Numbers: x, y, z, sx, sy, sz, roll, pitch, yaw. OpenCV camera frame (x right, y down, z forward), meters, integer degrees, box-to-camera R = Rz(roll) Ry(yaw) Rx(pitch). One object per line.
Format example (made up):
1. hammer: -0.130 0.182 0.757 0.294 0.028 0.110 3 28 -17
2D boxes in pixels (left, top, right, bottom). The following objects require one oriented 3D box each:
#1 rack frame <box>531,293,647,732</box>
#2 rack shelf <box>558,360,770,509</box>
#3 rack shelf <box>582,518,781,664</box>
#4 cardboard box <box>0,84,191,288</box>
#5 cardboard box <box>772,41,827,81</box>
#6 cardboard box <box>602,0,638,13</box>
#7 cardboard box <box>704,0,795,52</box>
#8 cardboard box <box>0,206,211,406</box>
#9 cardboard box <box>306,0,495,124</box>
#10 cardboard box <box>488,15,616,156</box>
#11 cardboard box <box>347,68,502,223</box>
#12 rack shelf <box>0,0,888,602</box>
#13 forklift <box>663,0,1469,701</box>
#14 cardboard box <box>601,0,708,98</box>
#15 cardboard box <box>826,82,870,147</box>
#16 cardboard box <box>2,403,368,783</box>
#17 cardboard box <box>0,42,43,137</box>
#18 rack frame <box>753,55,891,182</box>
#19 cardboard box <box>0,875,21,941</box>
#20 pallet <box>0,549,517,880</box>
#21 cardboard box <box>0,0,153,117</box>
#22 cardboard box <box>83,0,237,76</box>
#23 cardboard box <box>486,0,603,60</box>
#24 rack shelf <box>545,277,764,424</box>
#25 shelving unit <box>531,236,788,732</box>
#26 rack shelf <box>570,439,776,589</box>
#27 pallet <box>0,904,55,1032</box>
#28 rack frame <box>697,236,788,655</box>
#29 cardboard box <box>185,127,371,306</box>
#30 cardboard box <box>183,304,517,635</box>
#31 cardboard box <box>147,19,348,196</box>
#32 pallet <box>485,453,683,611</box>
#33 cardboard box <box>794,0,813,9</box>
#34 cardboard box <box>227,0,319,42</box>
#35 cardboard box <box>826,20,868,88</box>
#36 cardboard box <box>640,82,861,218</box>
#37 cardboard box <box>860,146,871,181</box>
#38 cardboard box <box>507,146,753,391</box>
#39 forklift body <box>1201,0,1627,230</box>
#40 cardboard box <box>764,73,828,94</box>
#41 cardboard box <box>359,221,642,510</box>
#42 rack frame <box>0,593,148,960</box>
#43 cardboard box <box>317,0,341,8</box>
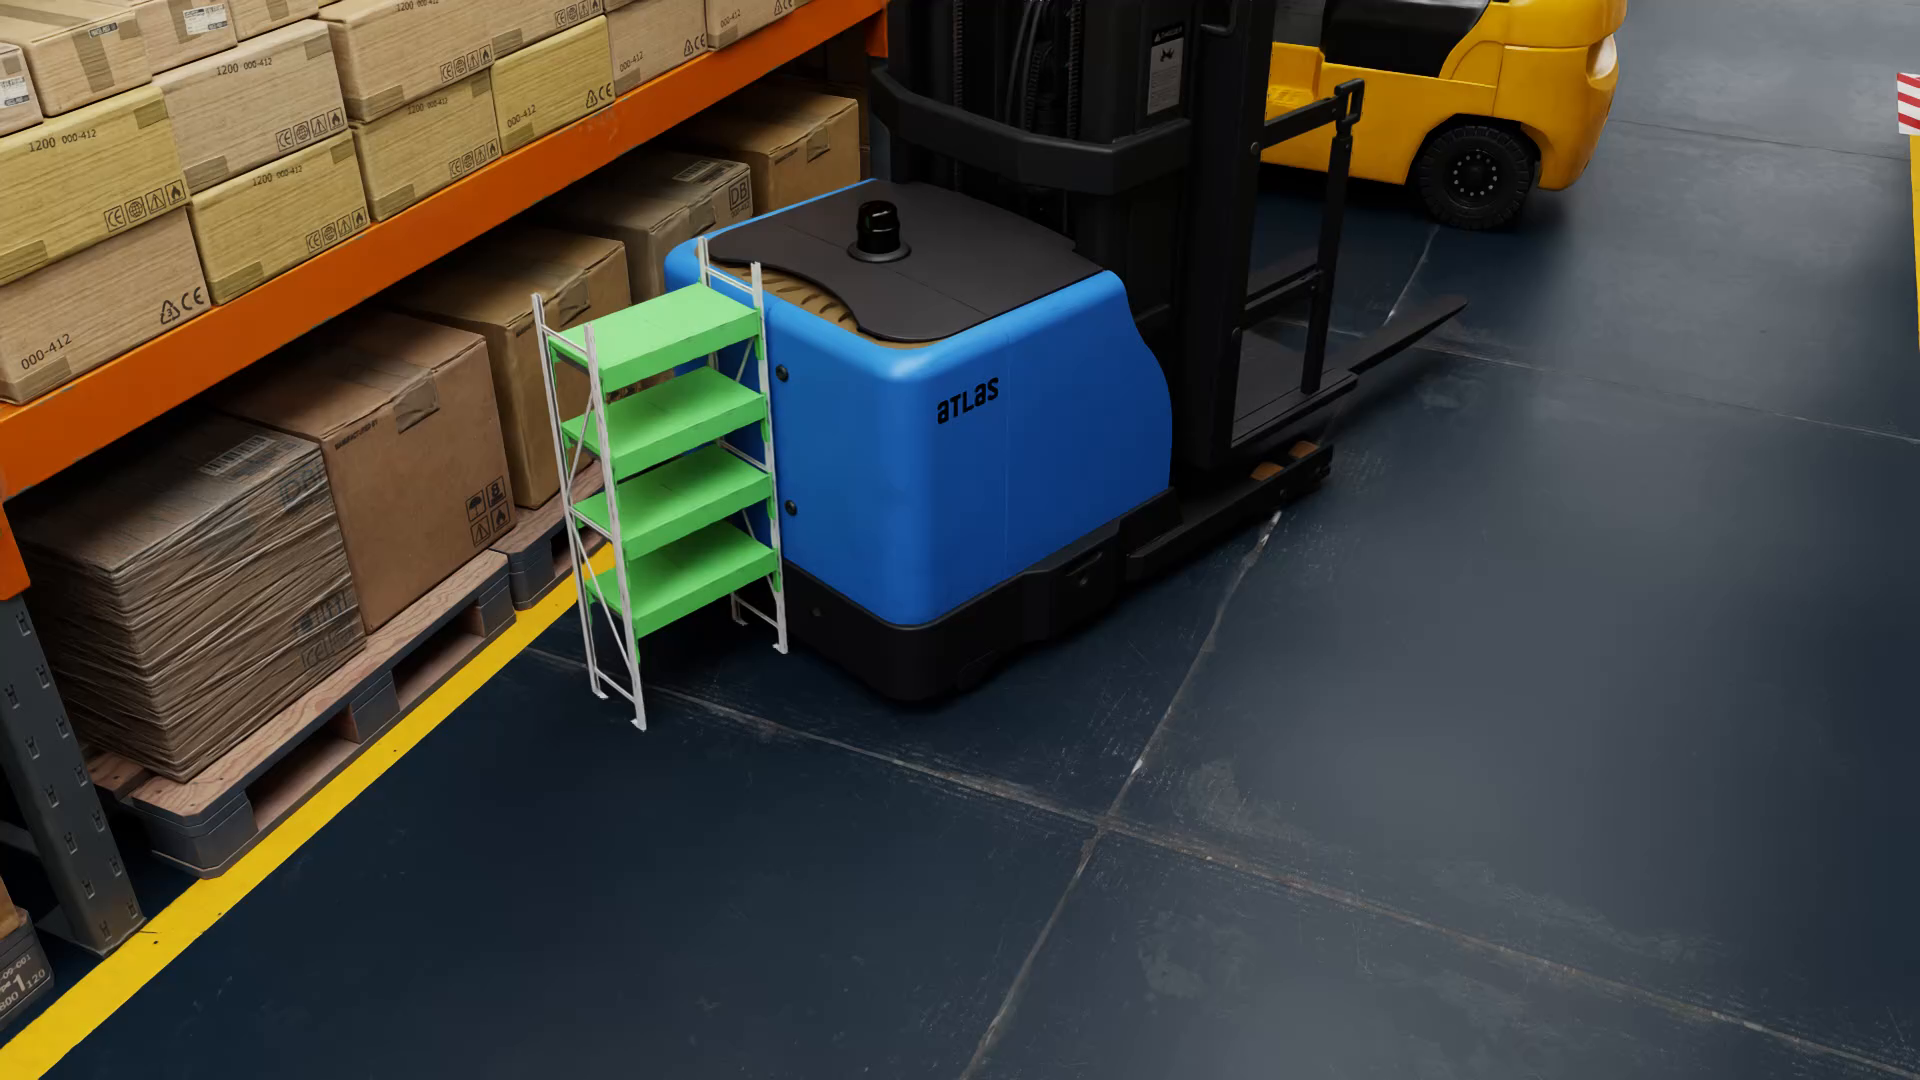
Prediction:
1. rack frame: -0.930 -0.037 4.212 0.015 1.200 0.240 -28 42 -36
2. rack shelf: -0.755 -0.277 4.258 0.480 0.148 0.258 -28 42 -36
3. rack shelf: -0.755 0.124 4.521 0.480 0.148 0.258 -28 42 -36
4. cardboard box: -1.947 -0.749 3.337 0.500 0.250 0.500 14 36 20
5. cardboard box: -0.674 -2.169 7.035 0.500 0.250 0.500 15 36 21
6. cardboard box: -1.105 -1.768 4.891 0.500 0.250 0.500 15 36 21
7. cardboard box: -0.882 -1.810 5.412 0.500 0.250 0.500 14 36 20
8. cardboard box: -1.970 -0.546 3.483 0.500 0.250 0.500 14 36 21
9. cardboard box: -1.524 -1.260 4.117 0.500 0.250 0.500 13 36 19
10. cardboard box: -1.327 -1.311 4.651 0.500 0.250 0.500 15 36 22
11. cardboard box: -1.546 -1.053 4.257 0.500 0.250 0.500 13 35 19
12. rack shelf: -1.541 -1.139 4.907 1.077 0.370 4.000 14 36 20
13. forklift: 0.586 -1.493 4.854 3.031 2.935 1.130 -28 42 -36
14. cardboard box: -1.118 -1.570 5.045 0.500 0.250 0.500 14 36 21
15. cardboard box: -0.221 -1.840 6.990 0.500 0.250 0.500 14 36 20
16. cardboard box: -2.104 0.067 4.196 0.875 0.625 0.625 15 36 22
17. cardboard box: -1.976 -0.848 3.124 0.380 0.149 0.250 15 36 22
18. rack frame: -0.704 -2.436 6.229 1.000 3.000 0.127 14 36 20
19. cardboard box: -2.359 0.686 3.364 0.500 0.500 0.500 15 36 22
20. pallet: -1.997 0.322 4.567 1.003 0.211 1.213 14 36 20
21. cardboard box: -1.866 -0.981 3.328 0.380 0.149 0.250 15 36 22
22. cardboard box: -1.782 -1.115 3.532 0.380 0.149 0.250 15 36 22
23. cardboard box: -1.333 -1.520 4.514 0.500 0.250 0.500 15 36 21
24. rack shelf: -0.755 -0.478 4.126 0.480 0.148 0.258 -28 42 -36
25. shelving unit: -0.755 -0.130 4.354 0.503 1.200 0.258 -28 42 -36
26. rack shelf: -0.755 -0.077 4.389 0.480 0.148 0.258 -28 42 -36
27. pallet: -2.724 1.086 3.401 1.003 0.211 1.213 14 36 20
28. rack frame: -0.580 -0.223 4.496 0.015 1.200 0.240 -28 42 -36
29. cardboard box: -1.755 -0.795 3.864 0.500 0.250 0.500 13 36 19
30. cardboard box: -1.838 -0.261 4.695 0.875 0.625 0.625 15 36 22
31. cardboard box: -1.759 -1.004 3.726 0.500 0.250 0.500 15 36 22
32. pallet: -1.486 -0.284 5.490 1.003 0.211 1.213 14 36 20
33. cardboard box: -0.677 -2.062 5.796 0.500 0.250 0.500 15 36 22
34. cardboard box: -1.684 -1.248 3.735 0.380 0.149 0.250 15 36 21
35. cardboard box: -0.216 -2.048 6.851 0.500 0.250 0.500 14 36 20
36. cardboard box: -0.912 -1.356 6.365 0.875 0.625 0.625 16 36 23
37. cardboard box: -0.201 -1.626 7.119 0.500 0.250 0.500 15 36 21
38. cardboard box: -1.244 -0.971 5.778 0.875 0.625 0.625 14 36 20
39. forklift body: 1.833 -2.710 7.421 2.313 2.155 1.214 14 36 20
40. cardboard box: -0.686 -1.960 7.172 0.500 0.250 0.500 13 36 19
41. cardboard box: -1.556 -0.596 5.206 0.875 0.625 0.625 13 35 19
42. rack frame: -2.377 -0.443 3.191 1.000 3.000 0.127 14 36 20
43. cardboard box: -1.606 -1.380 3.936 0.380 0.149 0.250 15 36 21
